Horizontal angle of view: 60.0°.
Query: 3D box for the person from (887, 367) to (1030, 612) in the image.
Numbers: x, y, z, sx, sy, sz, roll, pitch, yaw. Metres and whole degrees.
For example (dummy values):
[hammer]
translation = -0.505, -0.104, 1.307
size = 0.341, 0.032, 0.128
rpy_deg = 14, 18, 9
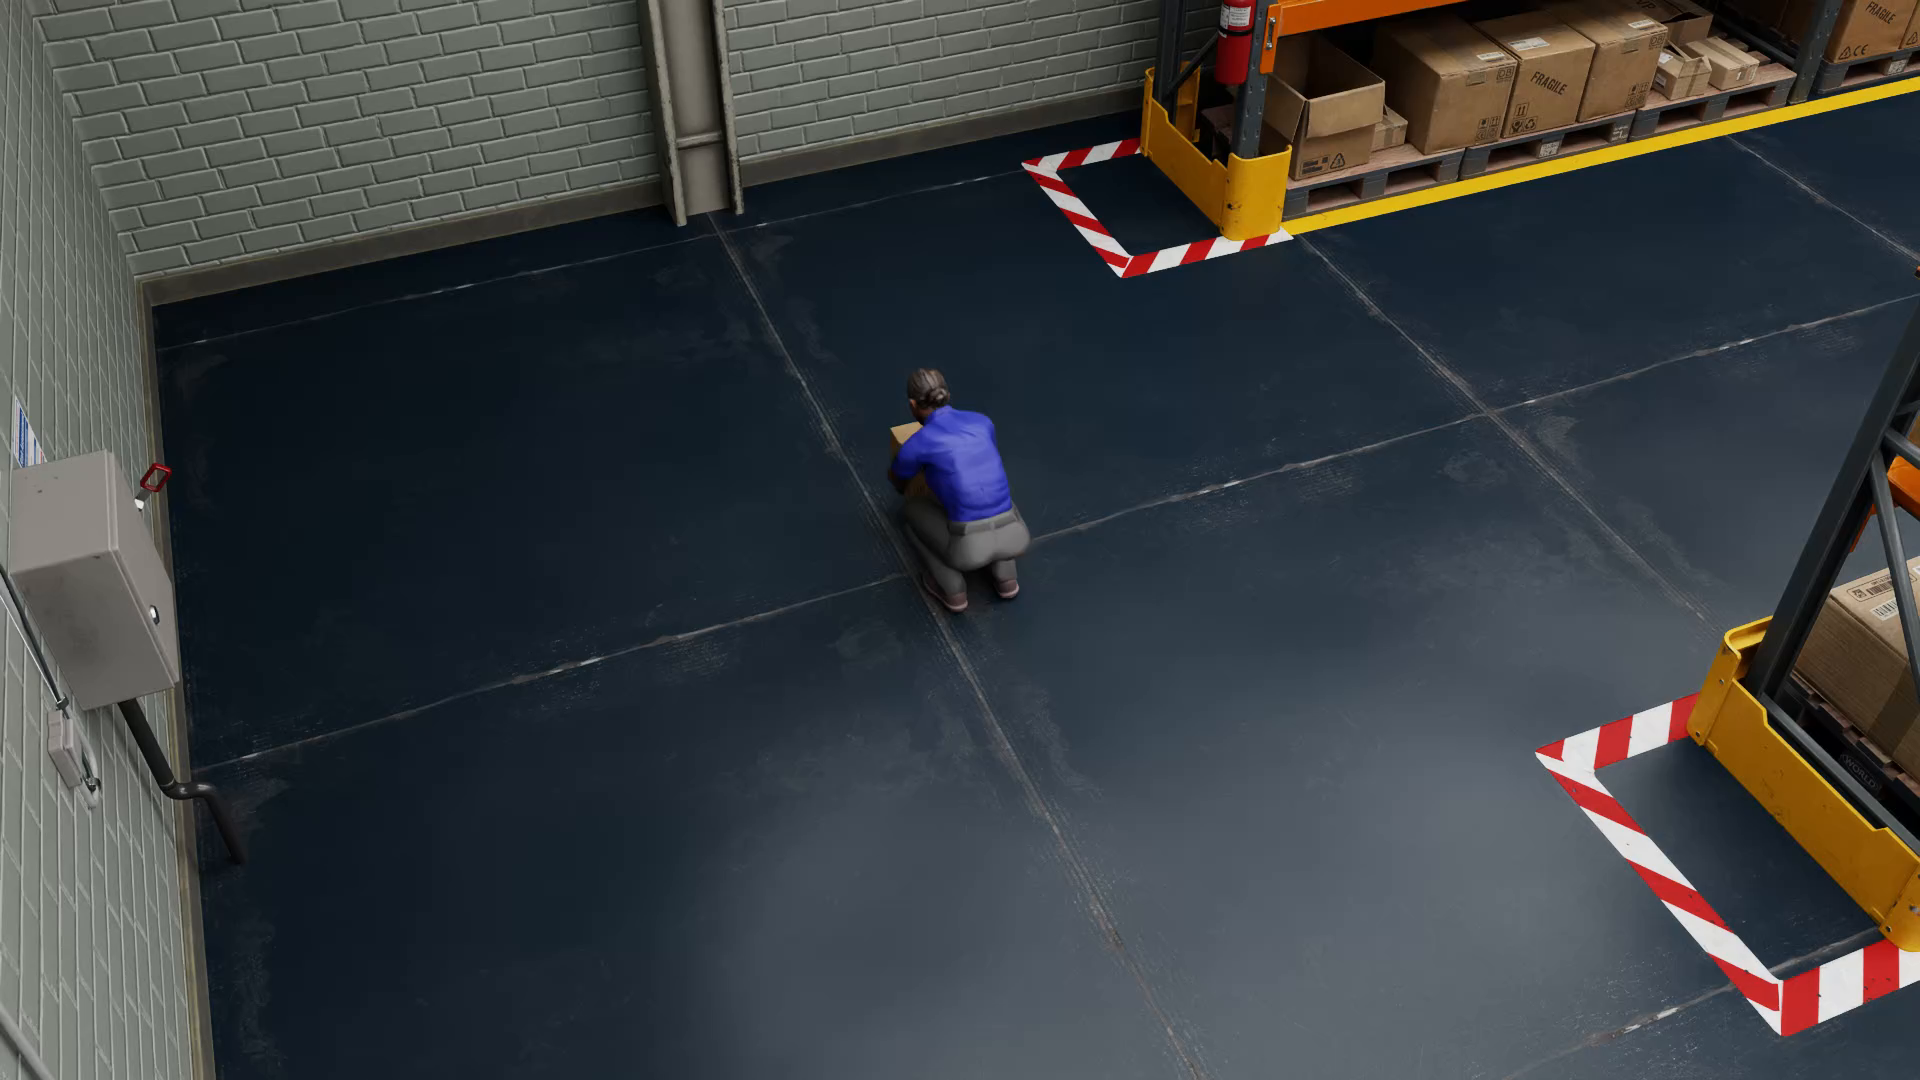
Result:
[person]
translation = -0.014, -0.239, 6.990
size = 0.495, 0.923, 0.827
rpy_deg = -15, 44, -17
